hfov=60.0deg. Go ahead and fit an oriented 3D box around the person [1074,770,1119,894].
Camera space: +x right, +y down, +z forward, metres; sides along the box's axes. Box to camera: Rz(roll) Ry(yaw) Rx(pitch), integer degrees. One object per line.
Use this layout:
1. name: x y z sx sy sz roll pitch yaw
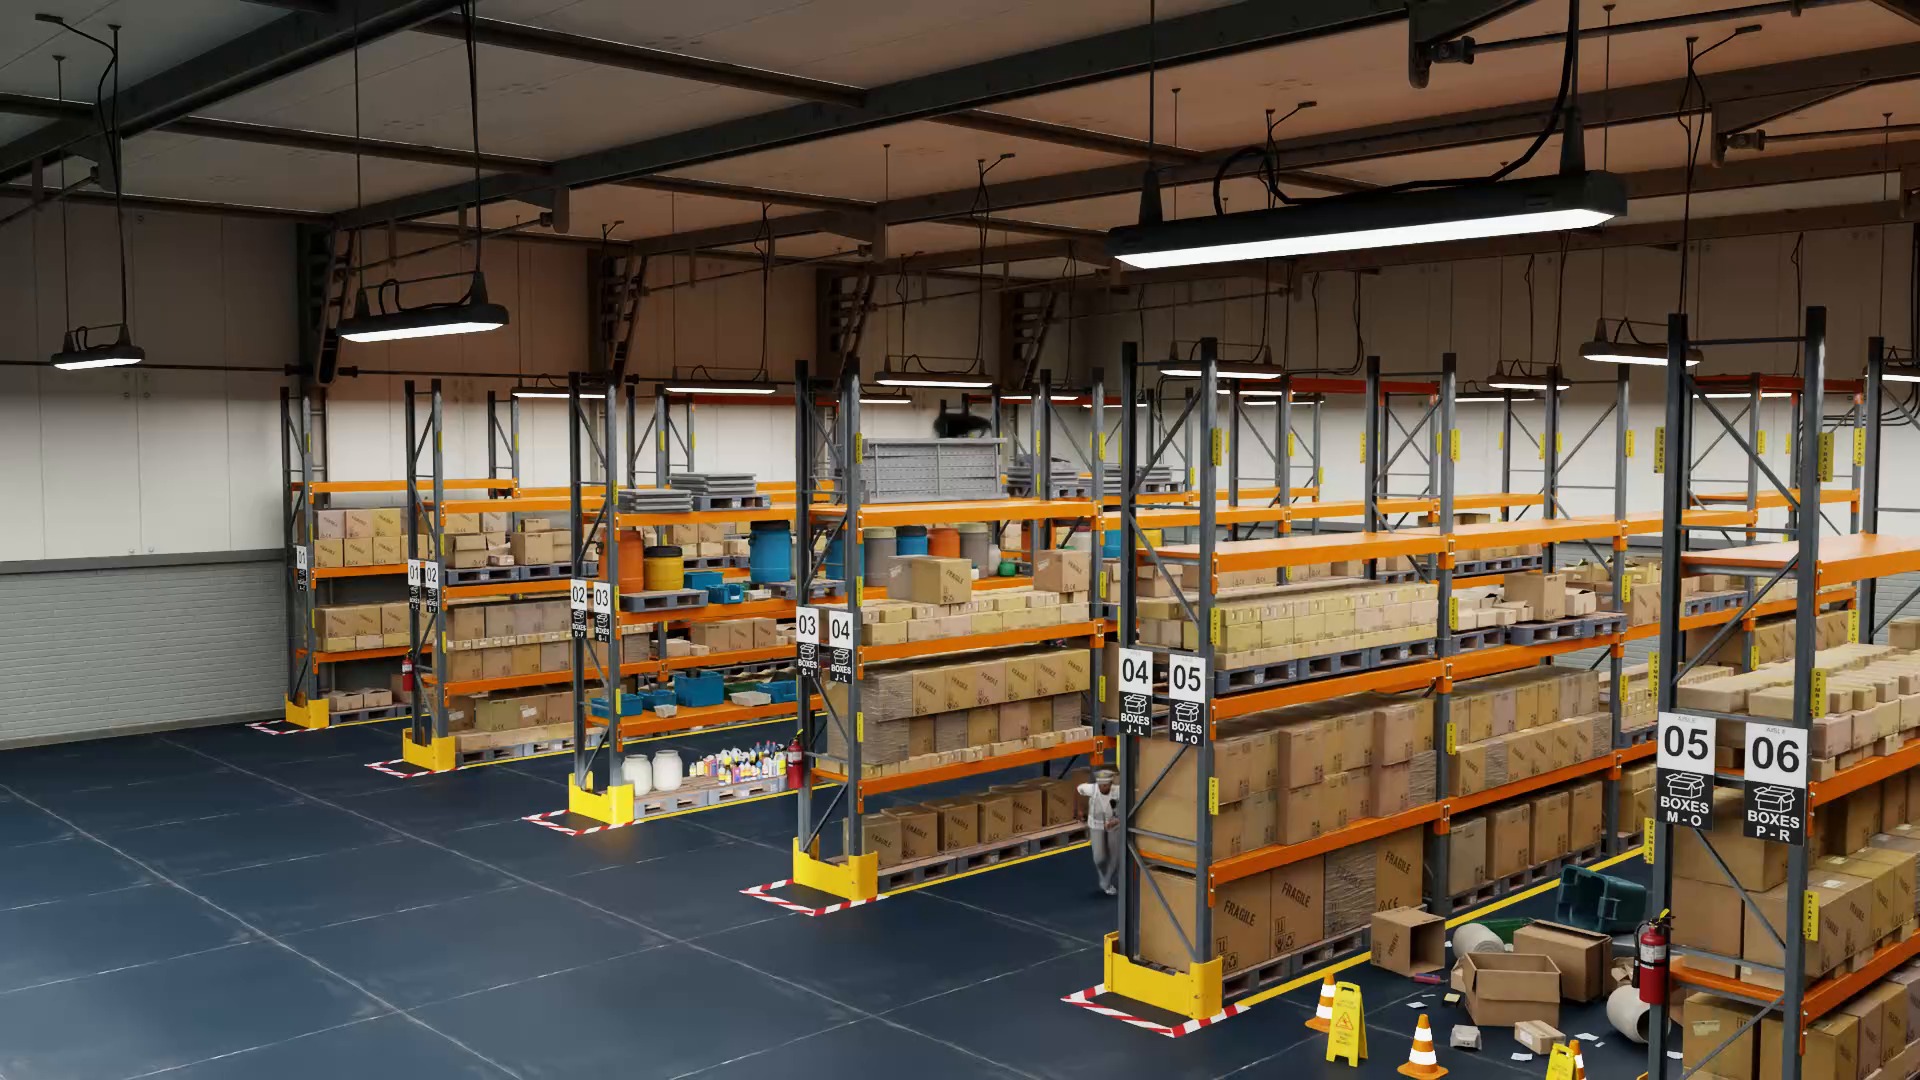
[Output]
1. person: 1.562 3.244 18.453 0.602 1.490 0.830 0 4 8
